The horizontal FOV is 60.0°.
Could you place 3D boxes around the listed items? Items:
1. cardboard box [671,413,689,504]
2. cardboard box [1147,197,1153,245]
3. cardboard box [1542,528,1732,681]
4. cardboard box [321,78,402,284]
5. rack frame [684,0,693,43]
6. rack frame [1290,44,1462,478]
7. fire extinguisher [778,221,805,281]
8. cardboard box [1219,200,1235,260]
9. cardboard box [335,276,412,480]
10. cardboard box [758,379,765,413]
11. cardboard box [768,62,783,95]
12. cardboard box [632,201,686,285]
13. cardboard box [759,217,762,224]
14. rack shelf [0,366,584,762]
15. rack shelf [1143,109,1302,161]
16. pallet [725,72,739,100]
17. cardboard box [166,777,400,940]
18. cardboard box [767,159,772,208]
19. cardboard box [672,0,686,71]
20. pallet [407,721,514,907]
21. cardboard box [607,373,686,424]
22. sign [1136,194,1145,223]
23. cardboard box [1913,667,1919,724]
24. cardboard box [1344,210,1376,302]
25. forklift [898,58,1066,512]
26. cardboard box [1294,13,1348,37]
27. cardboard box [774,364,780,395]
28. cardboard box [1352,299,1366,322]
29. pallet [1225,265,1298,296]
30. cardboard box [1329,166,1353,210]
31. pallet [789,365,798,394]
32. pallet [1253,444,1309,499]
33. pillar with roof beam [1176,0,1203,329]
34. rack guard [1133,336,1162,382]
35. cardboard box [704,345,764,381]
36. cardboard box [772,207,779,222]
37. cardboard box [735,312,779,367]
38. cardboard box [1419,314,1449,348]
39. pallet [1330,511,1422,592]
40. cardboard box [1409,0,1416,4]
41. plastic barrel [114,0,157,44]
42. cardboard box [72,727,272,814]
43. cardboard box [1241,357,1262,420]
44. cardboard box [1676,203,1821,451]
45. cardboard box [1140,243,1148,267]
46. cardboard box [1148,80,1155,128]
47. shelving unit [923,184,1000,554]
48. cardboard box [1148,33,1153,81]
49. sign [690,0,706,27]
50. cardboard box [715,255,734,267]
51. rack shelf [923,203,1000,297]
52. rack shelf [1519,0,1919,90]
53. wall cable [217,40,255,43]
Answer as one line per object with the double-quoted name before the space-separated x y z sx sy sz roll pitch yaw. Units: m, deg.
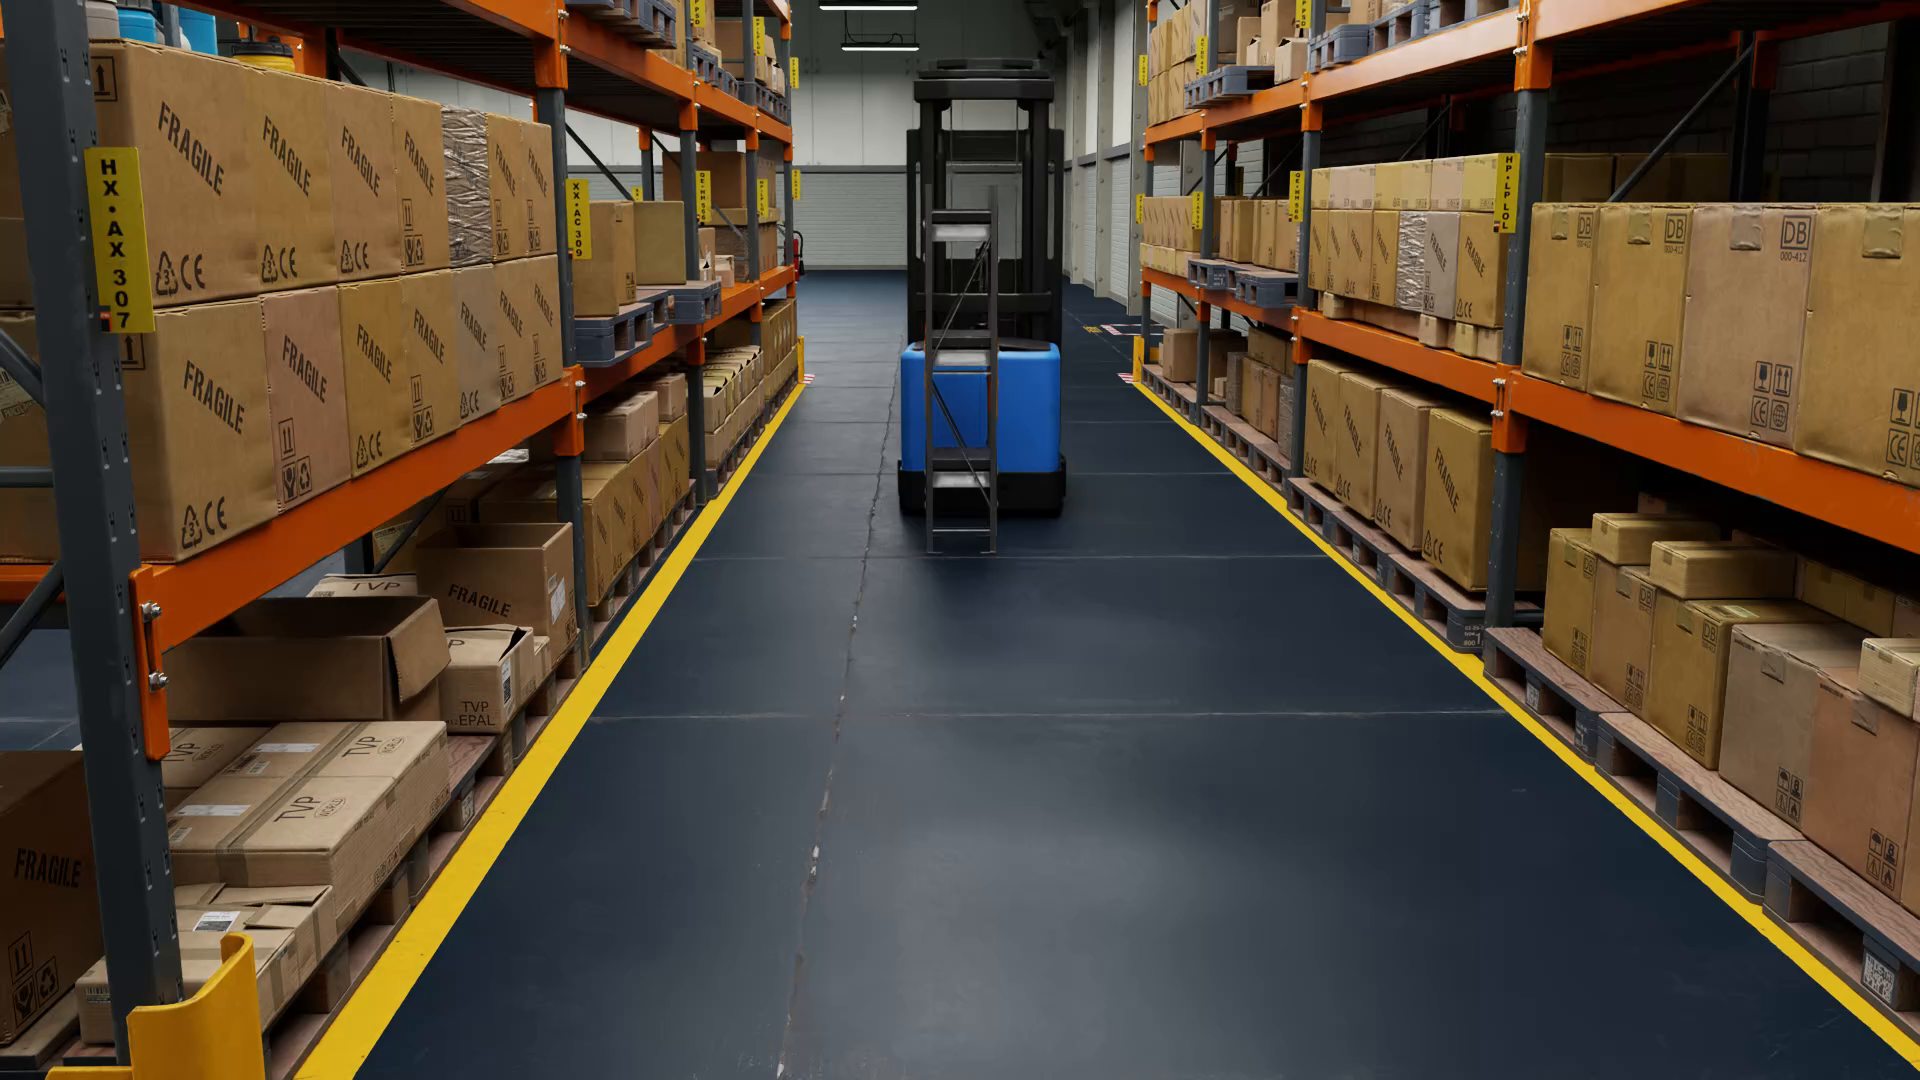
"cardboard box" -1.956 -0.502 10.172 0.500 0.500 0.500 0 11 1
"cardboard box" 2.287 -3.418 17.801 0.500 0.500 0.500 0 11 -1
"cardboard box" 2.738 0.246 6.535 0.700 0.500 0.500 0 11 0
"cardboard box" -1.814 -0.938 4.373 0.500 0.500 0.500 0 11 0
"rack frame" -2.210 -4.637 10.282 1.000 3.000 0.127 0 11 -1
"rack frame" 2.743 -1.718 10.983 1.000 3.000 0.127 0 11 -1
"fire extinguisher" -1.913 -3.275 18.850 0.296 0.674 0.183 0 11 -1
"cardboard box" 2.637 -2.676 14.349 0.700 0.500 0.500 0 11 -1
"cardboard box" -1.813 -0.447 4.468 0.500 0.500 0.500 0 11 -1
"cardboard box" -1.994 -1.269 14.629 0.500 0.250 0.500 0 11 -2
"cardboard box" -2.076 -4.650 16.704 0.500 0.311 0.500 1 12 6
"cardboard box" -2.084 -1.827 10.212 0.700 0.500 0.500 -4 12 -20
"cardboard box" -2.135 -3.169 16.253 0.380 0.149 0.250 -1 11 -3
"rack shelf" -2.086 -0.152 5.071 1.077 0.370 4.000 0 11 -1
"rack shelf" 2.619 -4.028 16.635 1.077 0.370 4.000 0 11 -1
"pallet" -2.261 -3.693 13.655 0.805 0.209 1.217 -1 11 -3
"cardboard box" -1.782 0.817 4.298 0.500 0.250 0.500 0 11 -1
"cardboard box" -2.361 -3.764 17.554 0.700 0.500 0.500 -1 11 -3
"cardboard box" -2.167 -3.129 10.144 0.910 0.500 0.500 0 11 -1
"pallet" -2.086 0.845 5.365 1.003 0.211 1.213 0 11 -1
"cardboard box" -1.950 -0.859 10.042 0.500 0.250 0.500 0 11 1
"sign" 2.035 -3.730 18.724 0.100 0.325 0.005 0 11 -1
"cardboard box" 2.609 0.410 4.092 0.380 0.149 0.250 0 11 -2
"cardboard box" 2.508 -1.622 9.460 0.500 0.500 0.500 0 11 -1
"forklift" 0.183 -1.867 11.889 1.130 2.935 3.031 0 11 2
"cardboard box" 2.809 -3.506 11.944 0.797 0.503 0.637 1 12 7
"cardboard box" -2.004 -1.543 15.980 0.500 0.250 0.500 0 11 -1
"cardboard box" 2.564 -1.385 9.925 0.380 0.149 0.250 0 11 -2
"pallet" 2.661 -2.017 12.940 1.003 0.211 1.213 0 11 -1
"cardboard box" 2.506 -2.092 9.890 0.500 0.250 0.500 0 11 -2
"pallet" -2.317 -1.769 18.246 1.003 0.211 1.213 0 11 -1
"pallet" 2.728 -0.507 12.026 1.003 0.211 1.213 0 11 -1
"pillar with roof beam" -0.971 -7.288 23.348 9.100 9.000 0.400 0 11 -1
"rack guard" 2.579 -2.068 18.995 1.175 0.500 0.348 0 11 -1
"cardboard box" -1.997 -1.546 14.583 0.500 0.311 0.500 0 11 -1
"cardboard box" -2.170 -3.527 18.016 0.380 0.149 0.250 0 11 0
"cardboard box" -2.007 -1.911 15.906 0.500 0.500 0.500 0 11 -1
"cardboard box" 2.482 -1.030 8.171 0.380 0.149 0.250 0 11 -1
"pallet" 2.706 0.048 9.293 1.003 0.211 1.213 0 11 -1
"cardboard box" 2.872 -3.141 9.096 0.700 0.500 0.500 0 11 2
"plastic barrel" -7.017 -4.088 13.859 0.600 0.901 0.708 0 11 -1
"cardboard box" -2.292 0.729 4.729 0.500 0.250 0.500 0 11 -1
"cardboard box" 2.753 -1.255 13.881 0.700 0.500 0.500 0 11 -2
"cardboard box" 2.855 -0.672 5.074 0.980 0.700 0.700 -1 11 -4
"cardboard box" 2.270 -3.146 18.350 0.500 0.250 0.500 -1 11 -3
"cardboard box" 2.334 -4.770 18.178 0.500 0.500 0.500 0 11 0
"shelving unit" 0.003 -0.996 9.688 0.431 2.100 0.503 0 11 -1
"cardboard box" 2.343 -5.249 18.029 0.500 0.500 0.500 -1 12 -5
"sign" -1.667 -3.422 10.538 0.100 0.325 0.005 0 11 -1
"cardboard box" -2.239 -2.321 14.331 0.500 0.250 0.500 0 11 2
"rack shelf" 0.003 -1.669 9.552 0.431 0.518 0.480 0 11 -1
"rack shelf" 2.867 -1.643 4.877 1.077 0.370 4.000 0 11 -1
"wall cable" -21.596 -15.744 48.698 3.097 2.526 0.112 0 11 -1
